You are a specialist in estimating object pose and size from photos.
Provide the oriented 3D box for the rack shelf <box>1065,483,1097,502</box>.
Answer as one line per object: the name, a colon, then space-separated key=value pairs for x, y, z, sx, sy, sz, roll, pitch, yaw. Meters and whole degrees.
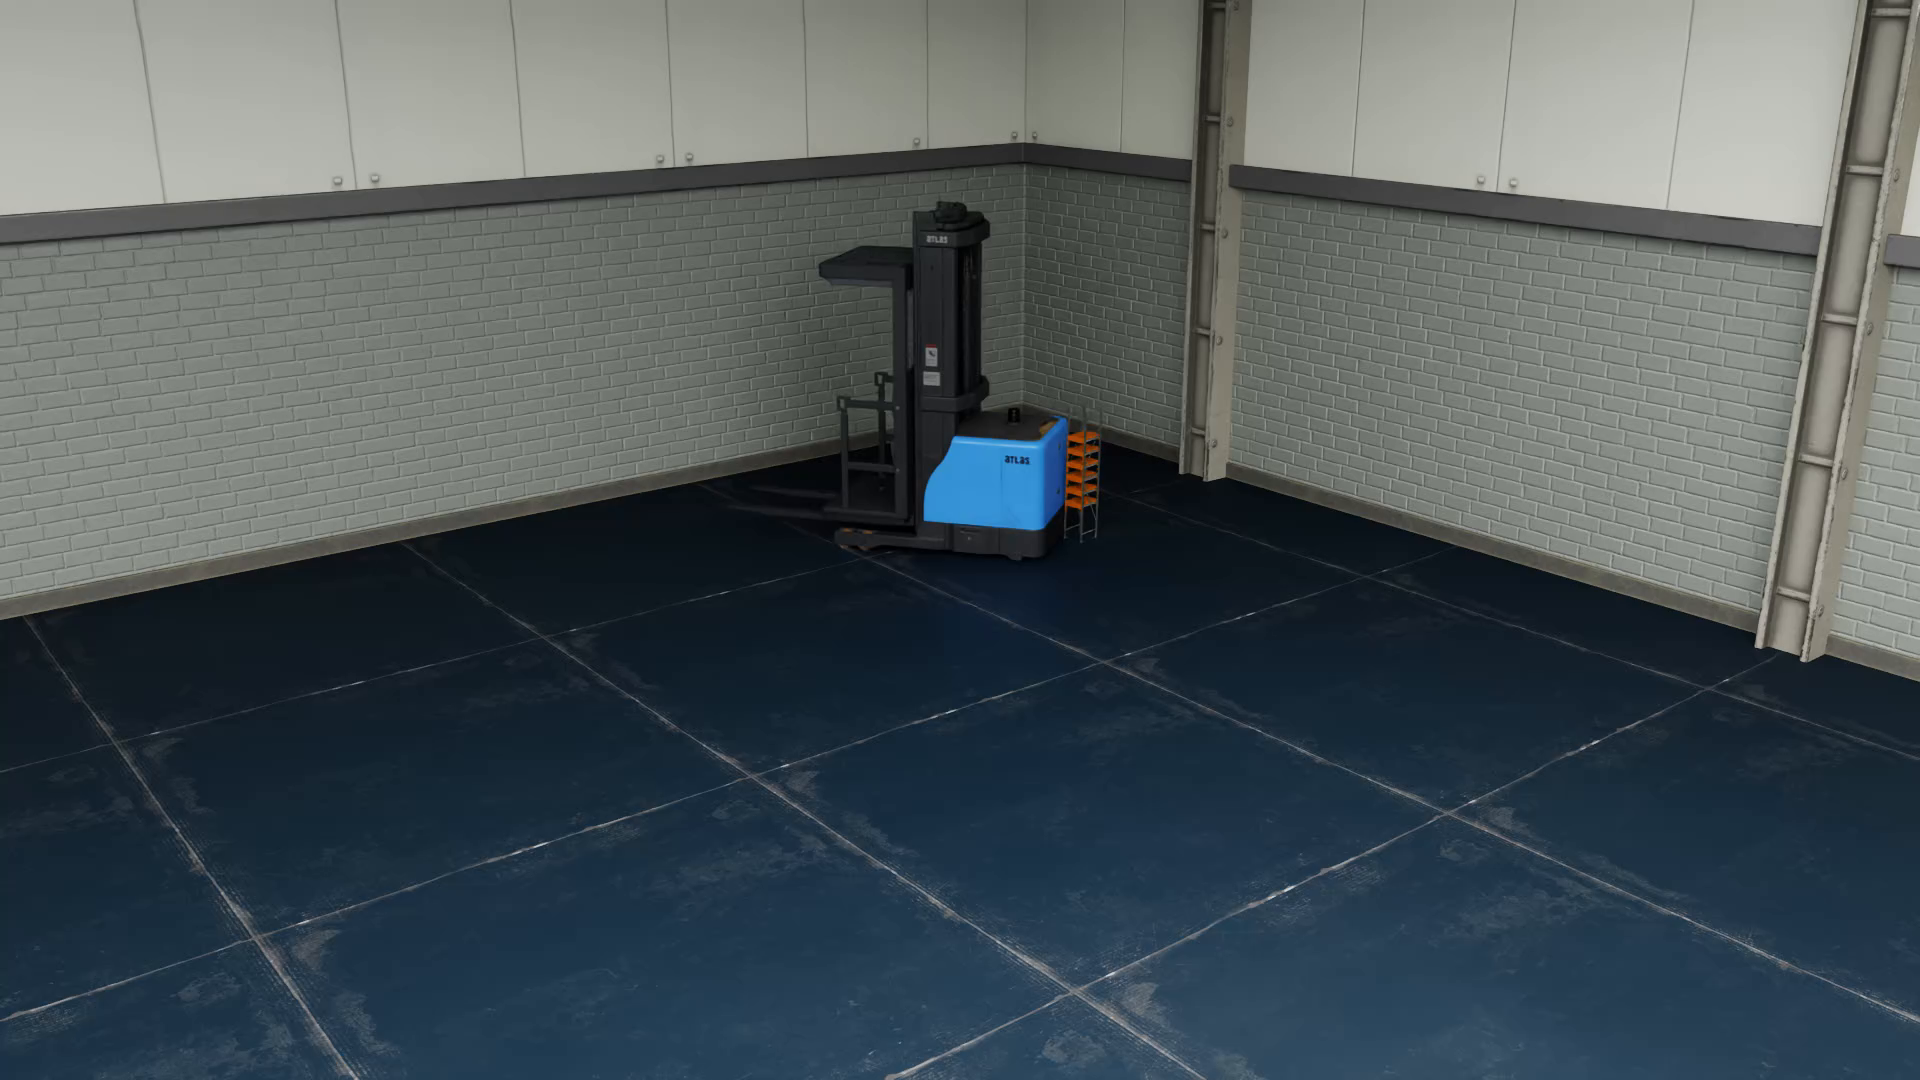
rack shelf: x=1.085 y=-0.429 z=14.768 sx=0.180 sy=0.103 sz=0.258 roll=16 pitch=24 yaw=38

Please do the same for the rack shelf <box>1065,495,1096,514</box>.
rack shelf: x=1.083 y=-0.316 z=14.807 sx=0.180 sy=0.103 sz=0.258 roll=16 pitch=24 yaw=38

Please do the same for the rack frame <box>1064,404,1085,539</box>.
rack frame: x=1.017 y=-0.605 z=14.771 sx=0.006 sy=1.200 sz=0.240 roll=16 pitch=24 yaw=38

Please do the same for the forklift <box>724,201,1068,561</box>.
forklift: x=-0.603 y=-1.457 z=14.601 sx=3.031 sy=2.935 sz=1.130 roll=5 pitch=19 yaw=16

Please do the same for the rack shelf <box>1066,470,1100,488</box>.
rack shelf: x=1.086 y=-0.543 z=14.729 sx=0.180 sy=0.103 sz=0.258 roll=16 pitch=24 yaw=38

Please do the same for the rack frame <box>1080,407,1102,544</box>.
rack frame: x=1.156 y=-0.565 z=14.659 sx=0.006 sy=1.200 sz=0.240 roll=16 pitch=24 yaw=38

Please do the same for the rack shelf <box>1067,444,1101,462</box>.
rack shelf: x=1.089 y=-0.770 z=14.651 sx=0.180 sy=0.103 sz=0.258 roll=16 pitch=24 yaw=38

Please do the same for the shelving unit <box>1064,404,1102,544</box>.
shelving unit: x=1.087 y=-0.585 z=14.715 sx=0.189 sy=1.200 sz=0.258 roll=16 pitch=24 yaw=38

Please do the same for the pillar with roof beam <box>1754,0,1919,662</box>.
pillar with roof beam: x=2.814 y=-2.614 z=8.443 sx=9.100 sy=9.000 sz=0.400 roll=-14 pitch=23 yaw=-36

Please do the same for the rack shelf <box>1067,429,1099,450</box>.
rack shelf: x=1.091 y=-0.883 z=14.612 sx=0.180 sy=0.103 sz=0.258 roll=16 pitch=24 yaw=38

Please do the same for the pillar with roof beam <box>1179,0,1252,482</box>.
pillar with roof beam: x=-0.912 y=-4.093 z=12.907 sx=9.100 sy=9.000 sz=0.400 roll=-14 pitch=23 yaw=-36

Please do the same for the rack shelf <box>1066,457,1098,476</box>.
rack shelf: x=1.088 y=-0.656 z=14.690 sx=0.180 sy=0.103 sz=0.258 roll=16 pitch=24 yaw=38
